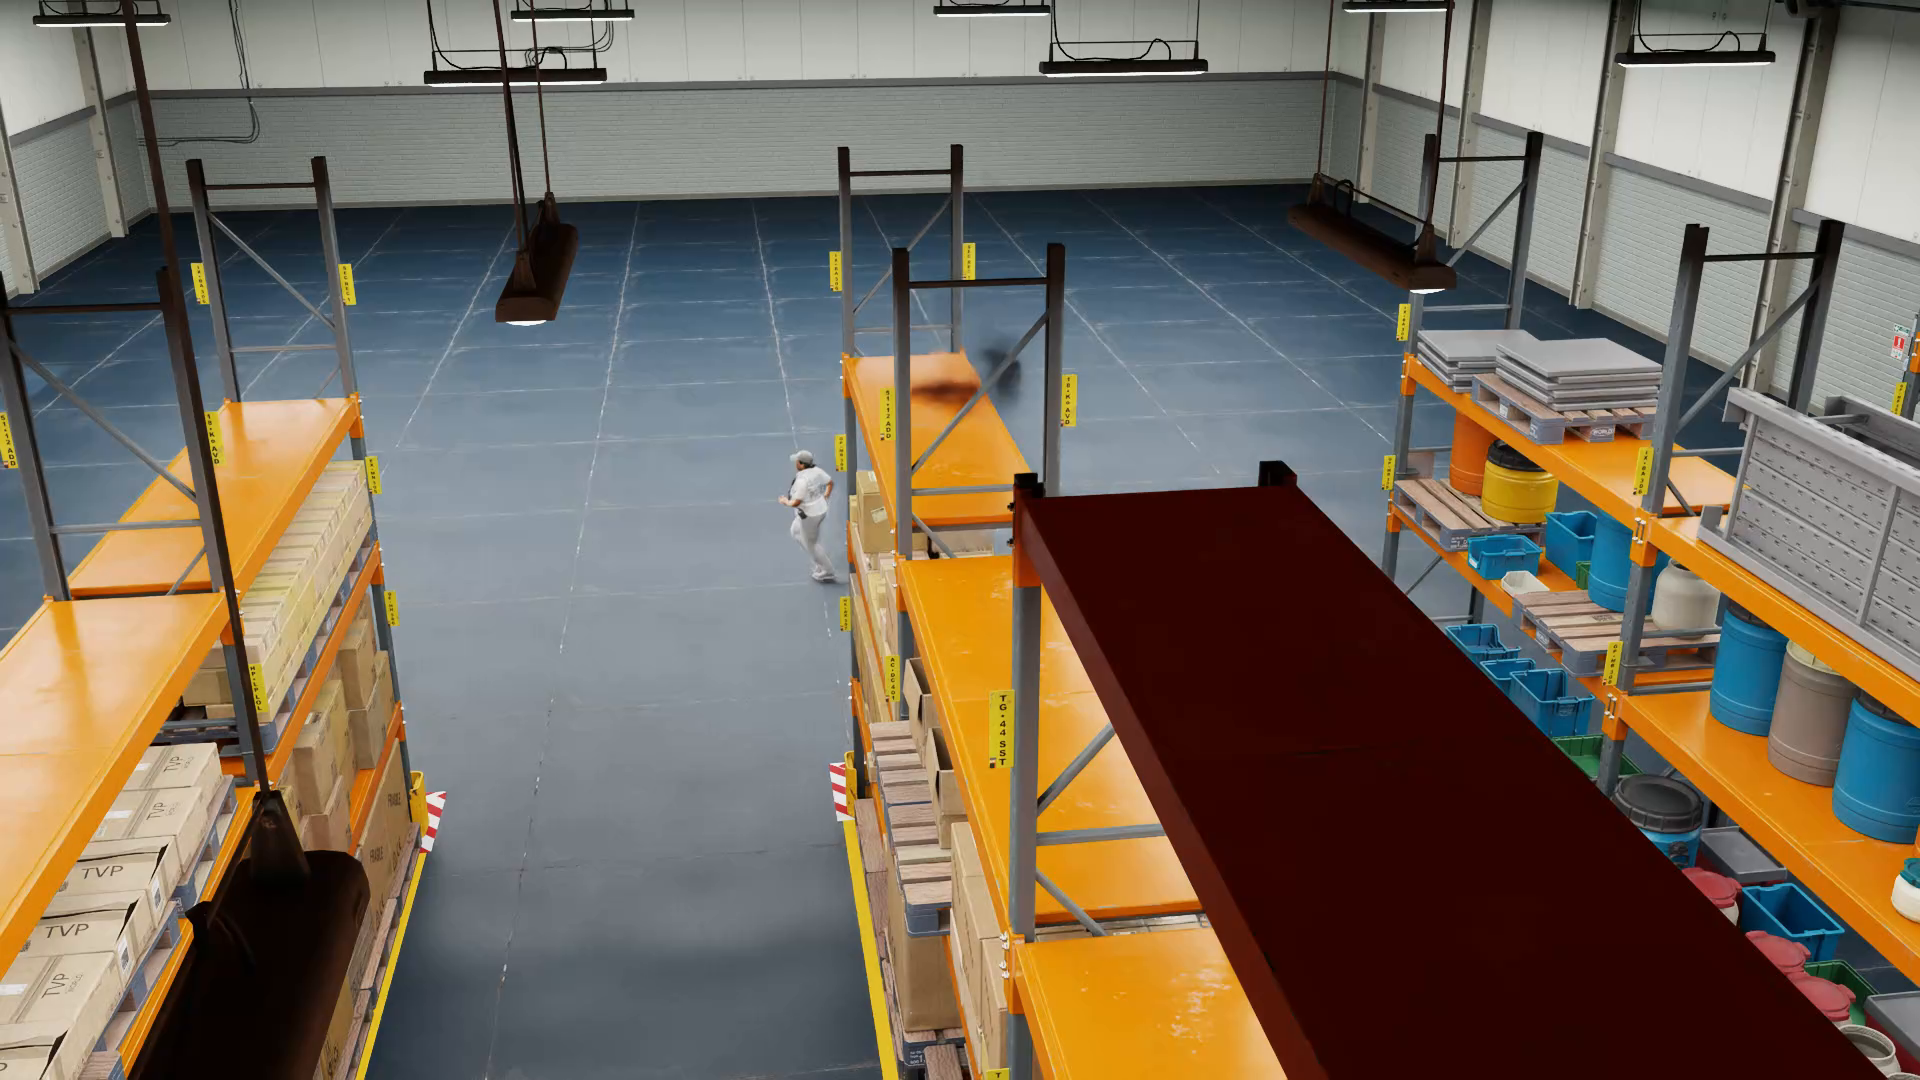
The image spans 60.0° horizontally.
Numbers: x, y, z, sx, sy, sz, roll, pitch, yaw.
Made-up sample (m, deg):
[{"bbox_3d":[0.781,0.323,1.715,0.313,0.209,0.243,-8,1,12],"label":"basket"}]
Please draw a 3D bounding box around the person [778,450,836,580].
[{"bbox_3d":[-1.852,-0.318,20.206,0.721,1.631,0.576,6,22,15],"label":"person"}]

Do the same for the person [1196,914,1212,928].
[{"bbox_3d":[1.762,2.319,13.285,0.683,1.771,0.995,-5,22,-13],"label":"person"}]
